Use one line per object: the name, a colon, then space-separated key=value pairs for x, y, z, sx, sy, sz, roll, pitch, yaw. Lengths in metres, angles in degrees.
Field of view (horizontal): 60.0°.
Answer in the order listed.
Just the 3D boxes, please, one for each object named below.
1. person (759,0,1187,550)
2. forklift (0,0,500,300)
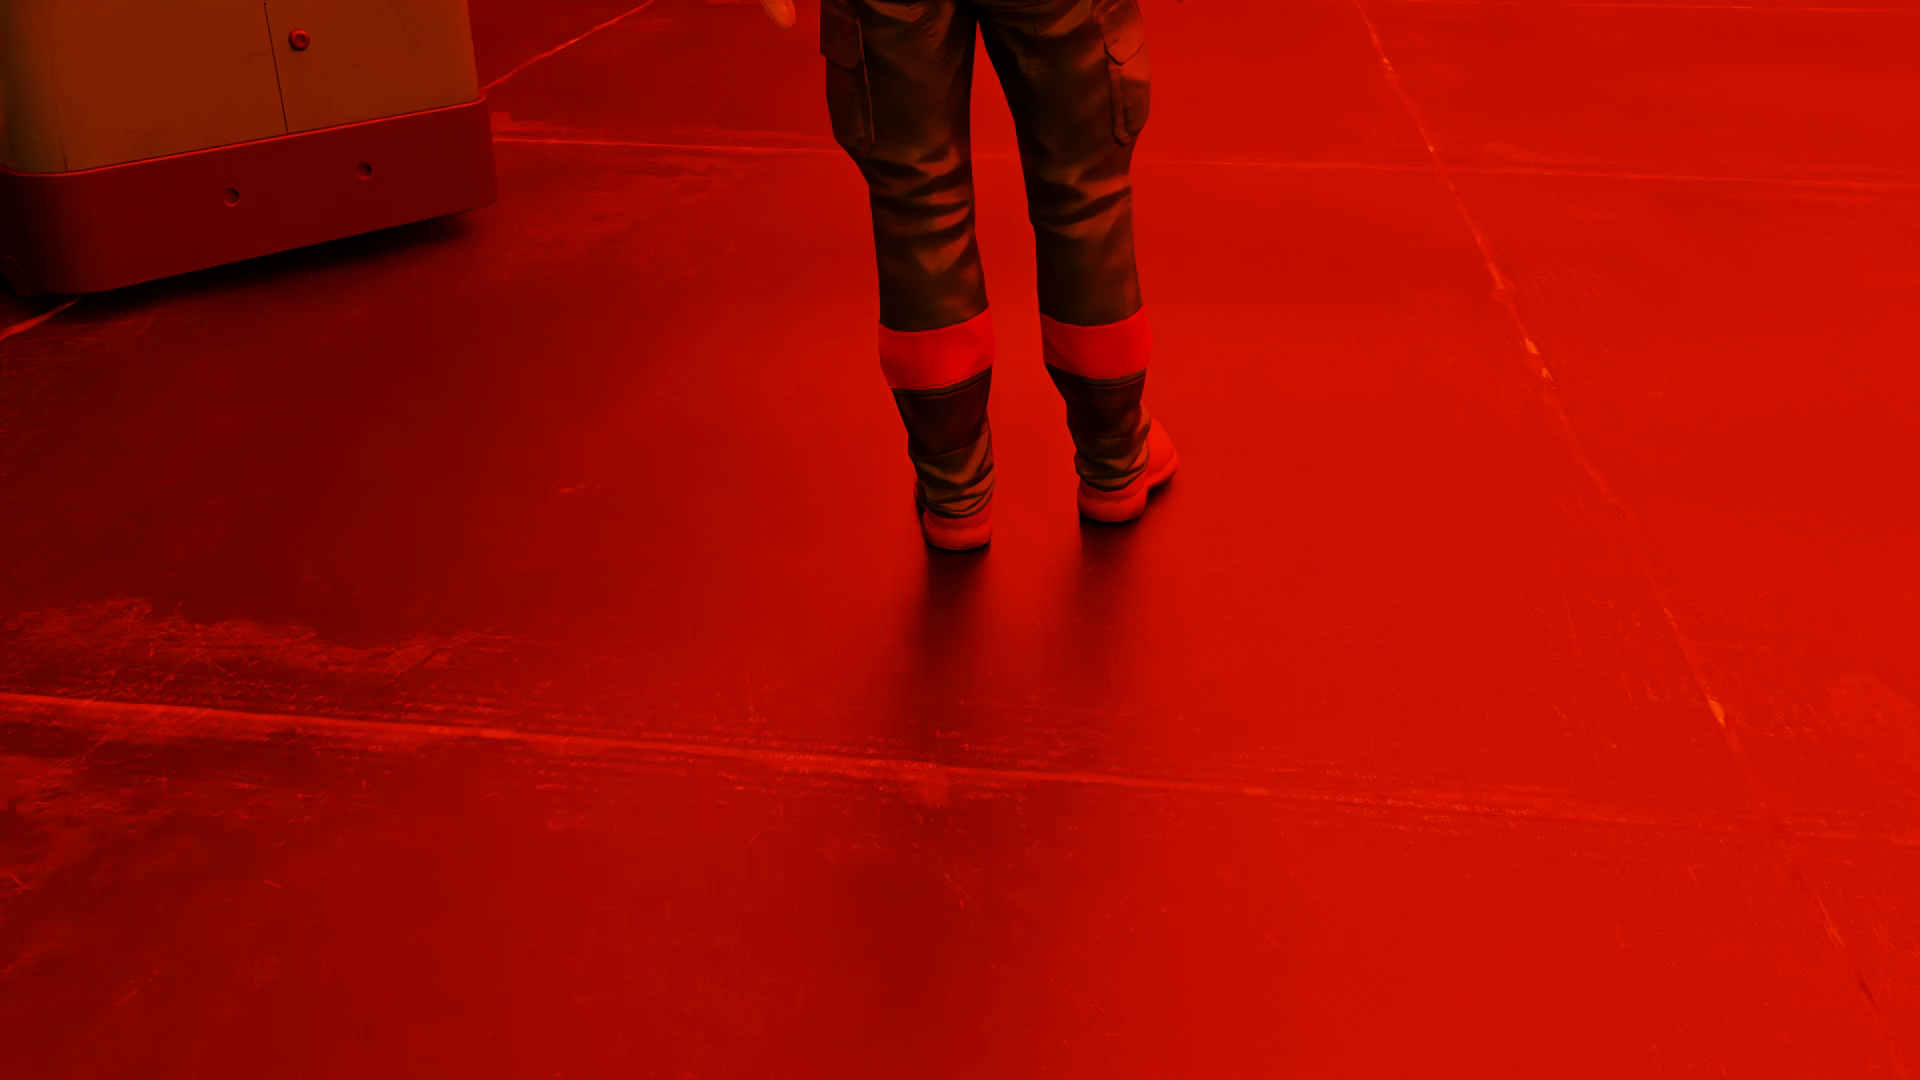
person: x=0.023 y=-0.842 z=2.167 sx=0.638 sy=1.788 sz=0.563 roll=3 pitch=27 yaw=7
forklift: x=-2.518 y=-2.351 z=3.929 sx=3.031 sy=2.935 sz=1.130 roll=23 pitch=34 yaw=38
